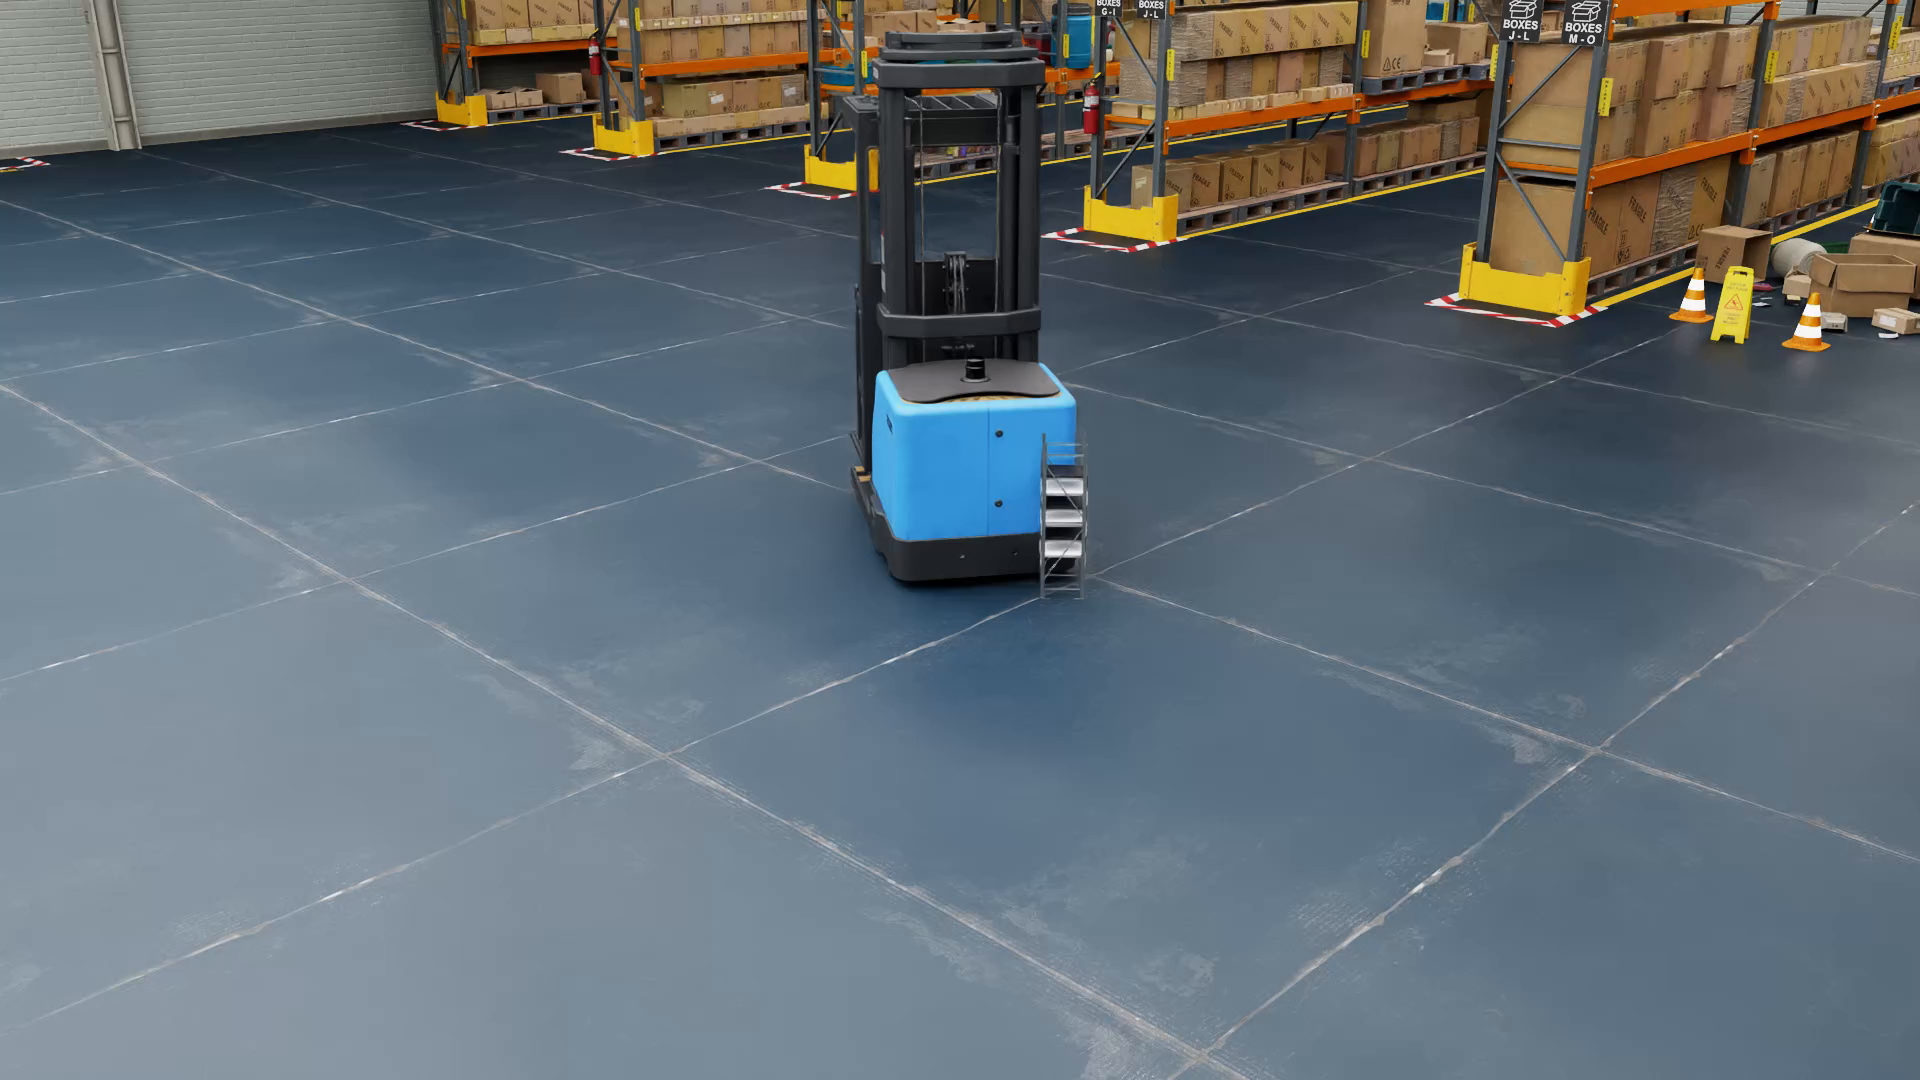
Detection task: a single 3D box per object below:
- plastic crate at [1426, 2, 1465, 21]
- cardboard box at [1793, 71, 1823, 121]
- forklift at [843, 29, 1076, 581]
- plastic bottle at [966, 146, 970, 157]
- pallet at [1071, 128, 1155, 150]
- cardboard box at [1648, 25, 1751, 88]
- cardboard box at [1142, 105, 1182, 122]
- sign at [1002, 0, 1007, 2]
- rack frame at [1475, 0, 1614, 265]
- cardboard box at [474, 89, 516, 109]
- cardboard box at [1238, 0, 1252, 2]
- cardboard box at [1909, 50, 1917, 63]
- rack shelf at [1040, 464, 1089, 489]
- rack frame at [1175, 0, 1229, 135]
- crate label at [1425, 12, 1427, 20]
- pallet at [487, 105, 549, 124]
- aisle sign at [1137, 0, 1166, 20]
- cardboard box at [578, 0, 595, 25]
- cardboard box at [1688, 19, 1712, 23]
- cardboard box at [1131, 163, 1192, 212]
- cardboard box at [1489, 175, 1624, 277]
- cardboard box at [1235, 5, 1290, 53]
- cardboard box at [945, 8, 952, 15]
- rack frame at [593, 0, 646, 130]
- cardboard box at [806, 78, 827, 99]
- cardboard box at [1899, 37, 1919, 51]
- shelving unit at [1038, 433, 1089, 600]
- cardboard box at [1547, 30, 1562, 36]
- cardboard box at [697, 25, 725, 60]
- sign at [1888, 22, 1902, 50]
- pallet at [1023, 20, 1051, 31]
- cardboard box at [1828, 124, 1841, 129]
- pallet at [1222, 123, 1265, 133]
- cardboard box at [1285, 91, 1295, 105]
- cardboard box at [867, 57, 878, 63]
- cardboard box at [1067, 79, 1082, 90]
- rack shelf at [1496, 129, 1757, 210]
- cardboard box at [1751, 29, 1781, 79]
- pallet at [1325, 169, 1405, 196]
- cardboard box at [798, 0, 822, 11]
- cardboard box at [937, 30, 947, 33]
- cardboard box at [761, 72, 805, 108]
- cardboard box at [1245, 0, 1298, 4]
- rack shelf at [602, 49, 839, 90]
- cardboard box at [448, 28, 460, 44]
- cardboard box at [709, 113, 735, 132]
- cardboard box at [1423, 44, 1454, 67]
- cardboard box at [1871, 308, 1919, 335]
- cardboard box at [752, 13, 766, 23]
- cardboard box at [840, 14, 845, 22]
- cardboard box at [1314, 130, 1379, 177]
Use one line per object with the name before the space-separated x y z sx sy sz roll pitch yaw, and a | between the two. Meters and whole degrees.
plastic crate | 9.430 -10.210 32.323 0.616 0.435 0.499 19 28 41
cardboard box | 9.453 -5.079 18.968 0.500 0.500 0.500 19 28 40
forklift | -0.109 -1.633 10.237 1.130 2.935 3.031 -4 21 -9
plastic bottle | 0.096 -5.593 23.635 0.097 0.271 0.097 0 21 0
pallet | 2.530 -6.438 26.531 1.003 0.211 1.213 19 28 41
cardboard box | 7.608 -5.024 17.250 0.875 0.550 0.550 19 28 41
cardboard box | 2.287 -4.842 18.841 0.380 0.149 0.250 19 28 41
sign | 0.803 -9.885 29.997 0.100 0.325 0.005 19 28 41
rack frame | 5.400 -3.678 15.463 1.000 3.000 0.127 19 28 41
cardboard box | -8.183 -7.770 29.244 0.500 0.311 0.500 15 26 35
cardboard box | 5.866 -11.402 35.419 0.500 0.500 0.500 -19 28 -40
cardboard box | 12.184 -6.295 21.621 0.380 0.149 0.250 19 28 41
rack shelf | 0.567 -0.348 9.066 0.258 0.077 0.200 0 21 0
rack frame | 3.949 -8.242 27.336 1.000 3.000 0.127 19 28 41
crate label | 9.122 -10.267 32.755 0.416 0.233 0.303 19 28 41
pallet | -8.085 -7.583 29.508 1.003 0.211 1.213 19 28 41
aisle sign | 2.089 -6.068 18.057 0.394 0.787 0.004 19 28 41
cardboard box | -6.751 -9.527 29.816 0.500 0.500 0.500 18 28 39
cardboard box | 12.577 -8.806 28.599 0.500 0.250 0.500 19 28 40
cardboard box | 2.365 -4.131 19.540 0.500 0.500 0.500 -14 25 -32
cardboard box | 5.826 -3.073 16.265 0.875 0.875 0.875 19 28 41
cardboard box | 3.542 -6.057 19.704 0.500 0.500 0.500 19 28 41
cardboard box | -0.392 -11.484 36.093 0.380 0.149 0.250 20 28 41
rack frame | -5.178 -7.426 25.214 1.000 3.000 0.127 19 28 41
cardboard box | -2.310 -7.804 28.664 0.500 0.311 0.500 19 28 41
cardboard box | 12.175 -6.431 21.561 0.250 0.149 0.380 -19 28 -40
shelving unit | 0.567 -0.127 9.151 0.258 0.900 0.210 0 21 0
cardboard box | 8.745 -7.371 24.932 0.500 0.500 0.500 19 28 40
cardboard box | -4.130 -7.852 26.182 0.700 0.500 0.500 19 28 41
sign | 11.381 -6.137 20.246 0.100 0.325 0.005 19 28 41
pallet | 1.756 -9.894 31.902 1.003 0.211 1.213 19 28 41
cardboard box | 11.270 -5.355 21.680 0.500 0.250 0.500 18 28 39
pallet | 4.469 -7.153 28.391 1.003 0.211 1.213 19 28 41
cardboard box | 3.861 -5.419 20.342 0.380 0.149 0.250 19 28 41
cardboard box | -1.926 -10.293 35.085 0.750 0.750 0.750 19 28 40
cardboard box | 2.000 -8.965 32.090 0.500 0.500 0.500 18 27 39
rack shelf | 6.796 -3.856 16.930 1.077 0.370 4.000 19 28 41
cardboard box | 8.533 -5.349 18.277 0.700 0.500 0.500 19 28 40
pallet | 5.250 -4.873 22.457 1.003 0.211 1.213 19 28 41
cardboard box | -2.693 -8.991 27.337 0.700 0.500 0.500 19 28 41
cardboard box | -0.446 -9.023 29.719 0.250 0.149 0.380 -18 27 -38
cardboard box | -2.912 -7.417 27.393 0.500 0.500 0.500 19 28 41
cardboard box | 3.864 -6.445 20.714 0.500 0.500 0.500 19 28 41
rack shelf | -3.783 -7.604 26.680 1.077 0.370 4.000 19 28 41
cardboard box | -8.543 -8.773 28.899 0.500 0.250 0.500 -20 28 -41
cardboard box | -3.949 -6.678 26.516 0.500 0.250 0.500 19 28 41
cardboard box | 6.528 -6.639 22.768 0.396 0.266 0.258 18 28 39
cardboard box | 8.484 -1.977 15.010 0.250 0.149 0.380 -6 22 -15
cardboard box | -3.311 -8.354 26.585 0.250 0.149 0.380 -19 28 -41
cardboard box | -2.571 -10.702 34.061 0.250 0.149 0.380 -20 29 -41
cardboard box | 5.151 -5.165 22.202 0.700 0.500 0.500 17 27 37
